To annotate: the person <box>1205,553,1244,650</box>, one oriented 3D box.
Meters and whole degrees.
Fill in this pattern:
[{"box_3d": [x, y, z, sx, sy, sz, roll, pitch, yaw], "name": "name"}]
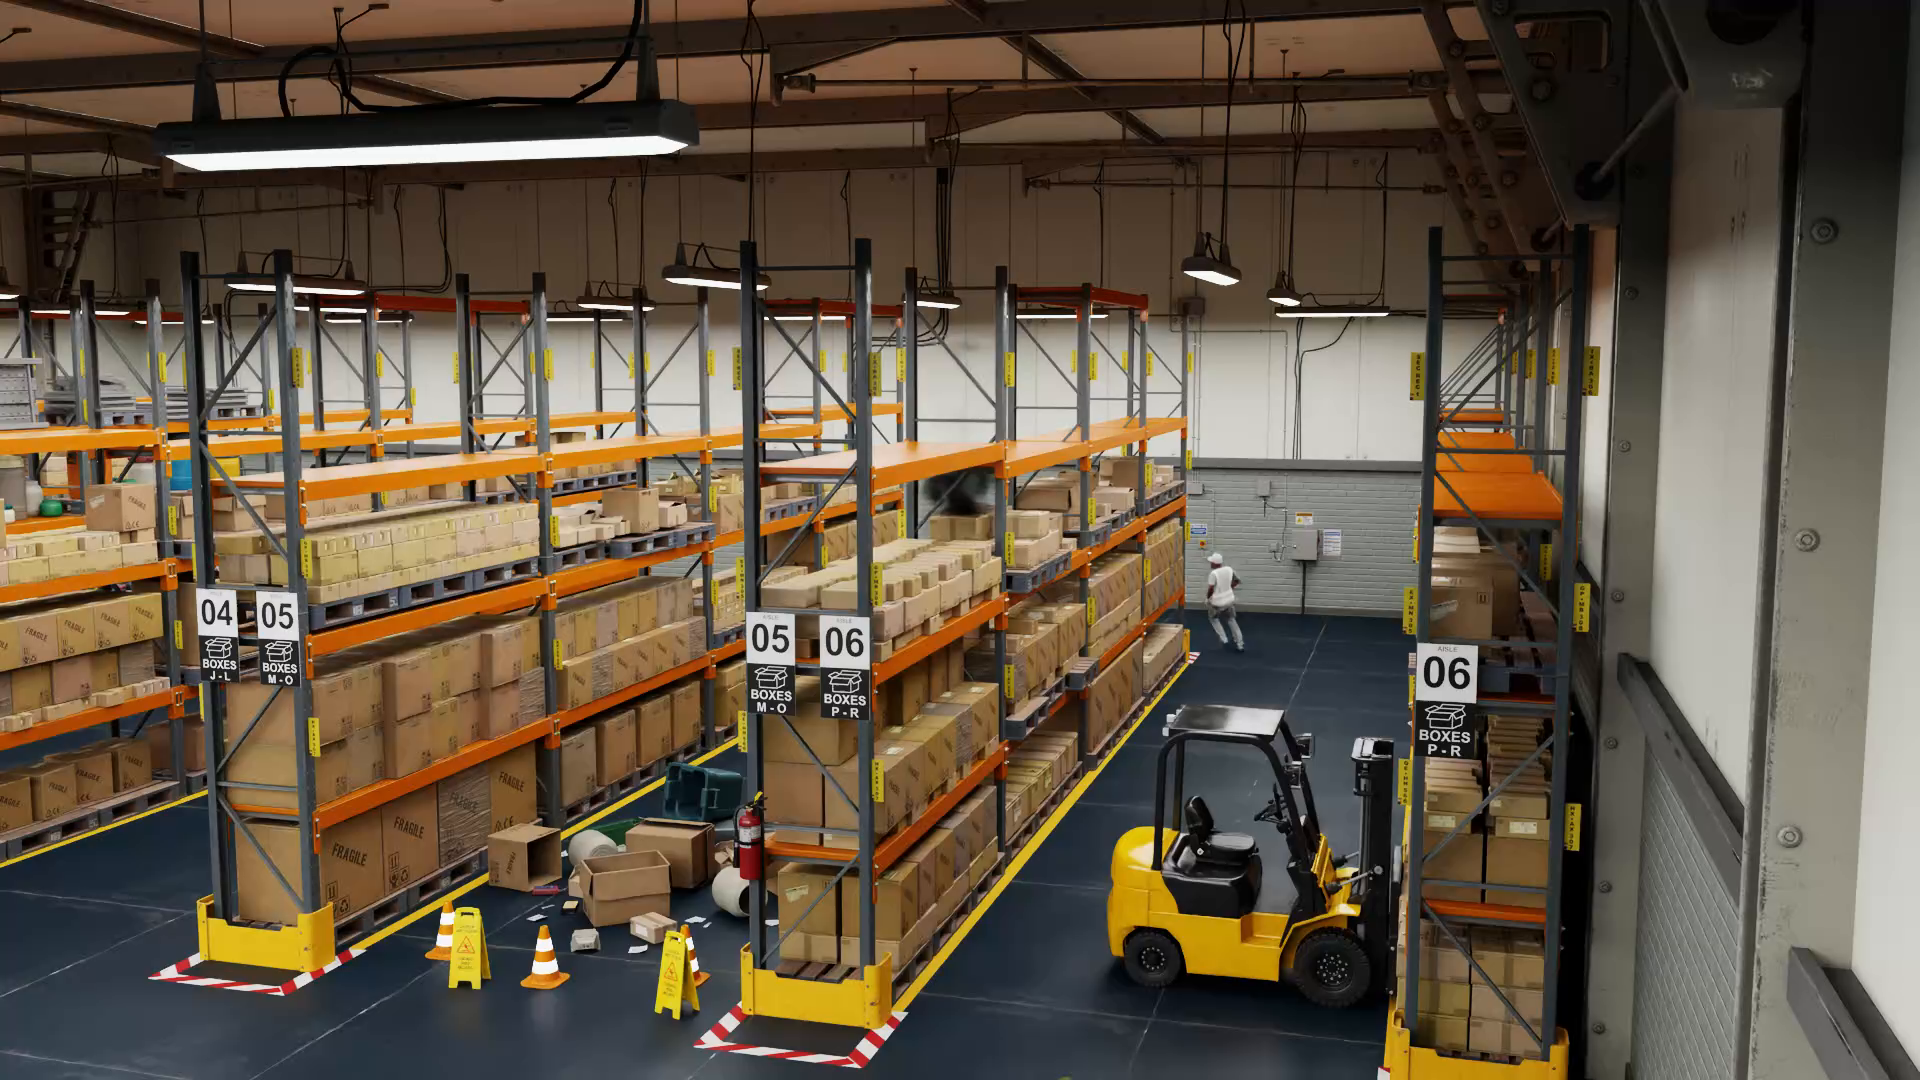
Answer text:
[{"box_3d": [4.531, 1.073, 28.978, 0.812, 1.728, 0.621, -3, 7, -26], "name": "person"}]
